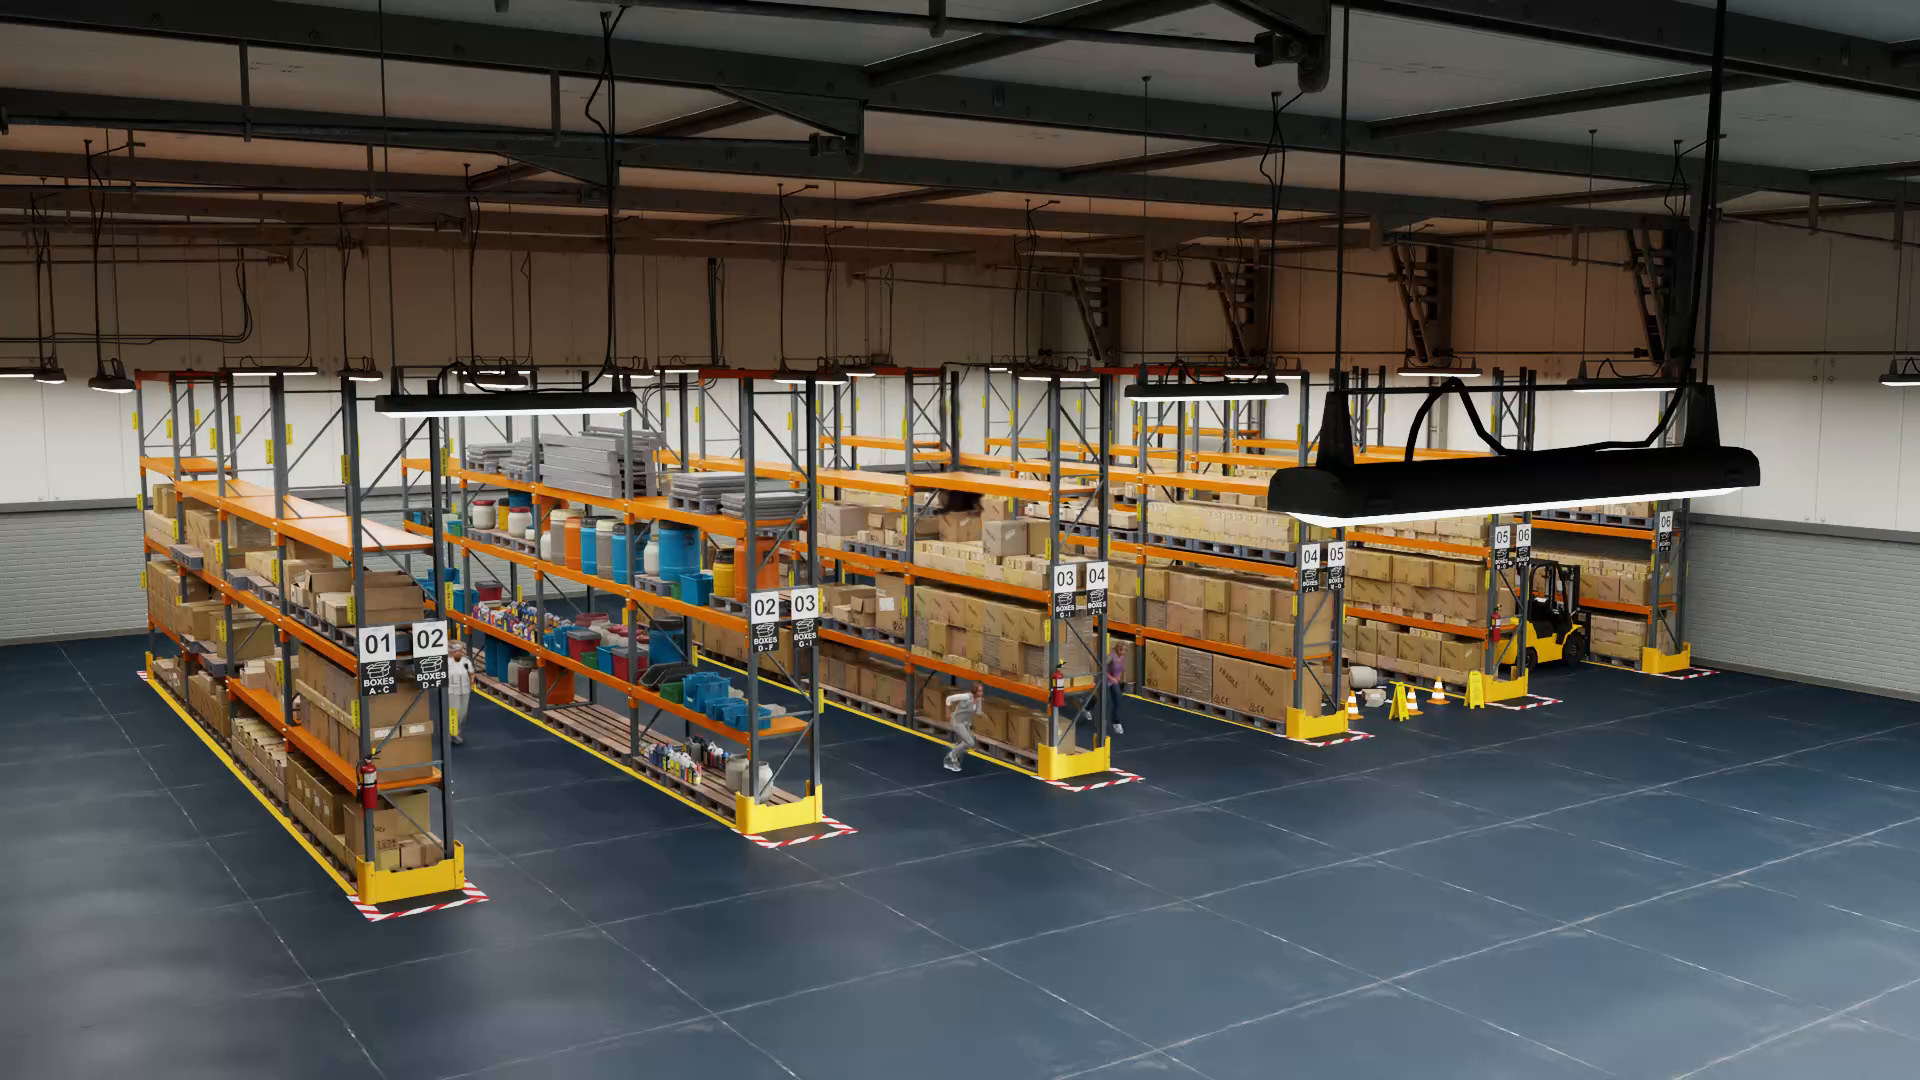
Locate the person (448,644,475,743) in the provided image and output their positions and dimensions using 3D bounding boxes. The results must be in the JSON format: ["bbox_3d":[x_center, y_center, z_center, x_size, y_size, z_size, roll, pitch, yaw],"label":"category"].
[{"bbox_3d":[-8.093,2.493,26.884,0.587,1.621,0.575,-5,8,-38],"label":"person"}]

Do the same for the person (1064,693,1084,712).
[{"bbox_3d":[1.963,2.163,29.365,0.663,1.818,0.824,-6,9,-43],"label":"person"}]

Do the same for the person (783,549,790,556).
[{"bbox_3d":[-4.084,1.059,39.355,0.651,1.693,0.607,-2,7,-13],"label":"person"}]

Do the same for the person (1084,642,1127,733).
[{"bbox_3d":[2.447,2.433,28.053,0.916,1.547,0.571,6,9,43],"label":"person"}]

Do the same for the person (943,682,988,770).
[{"bbox_3d":[0.051,2.808,24.947,0.829,1.431,0.565,6,9,41],"label":"person"}]
